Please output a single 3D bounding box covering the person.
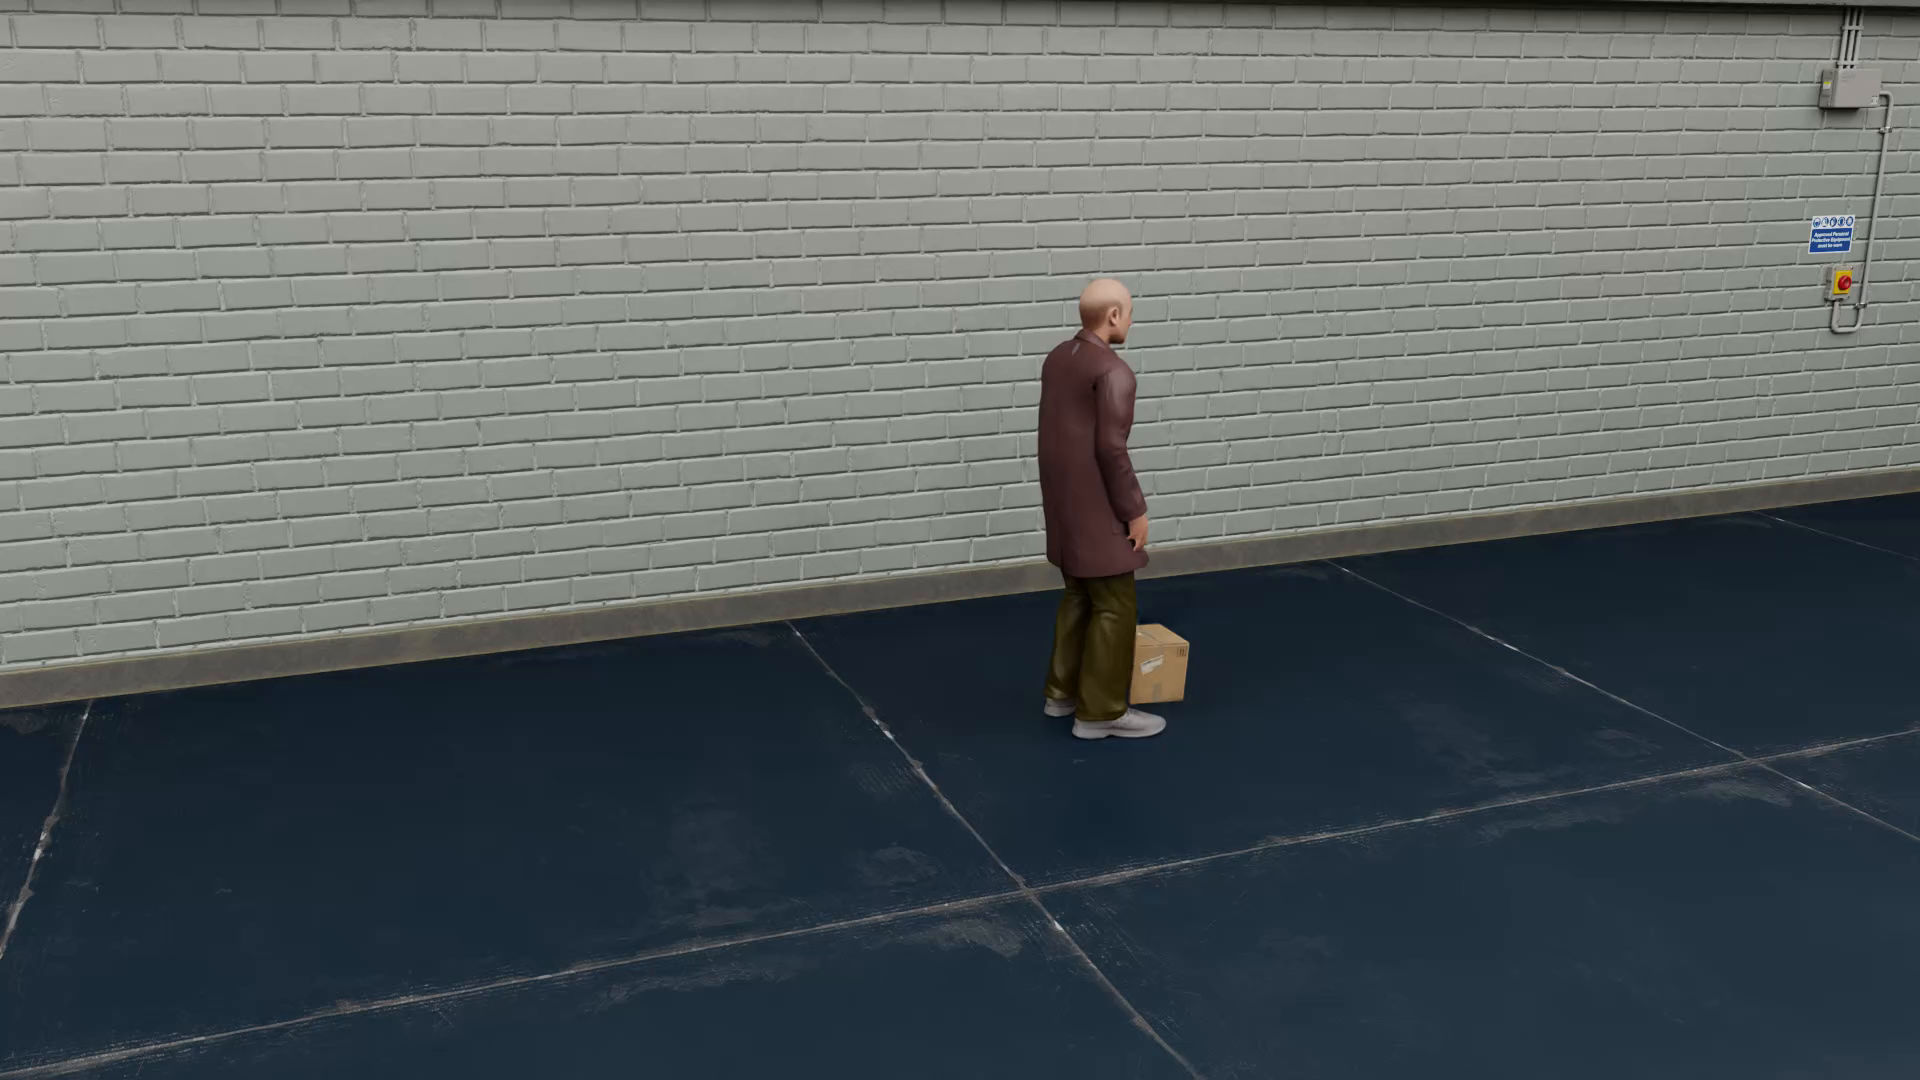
[{"bbox_3d":[0.528,-0.129,6.519,0.426,1.774,0.612,-6,17,-22],"label":"person"}]
